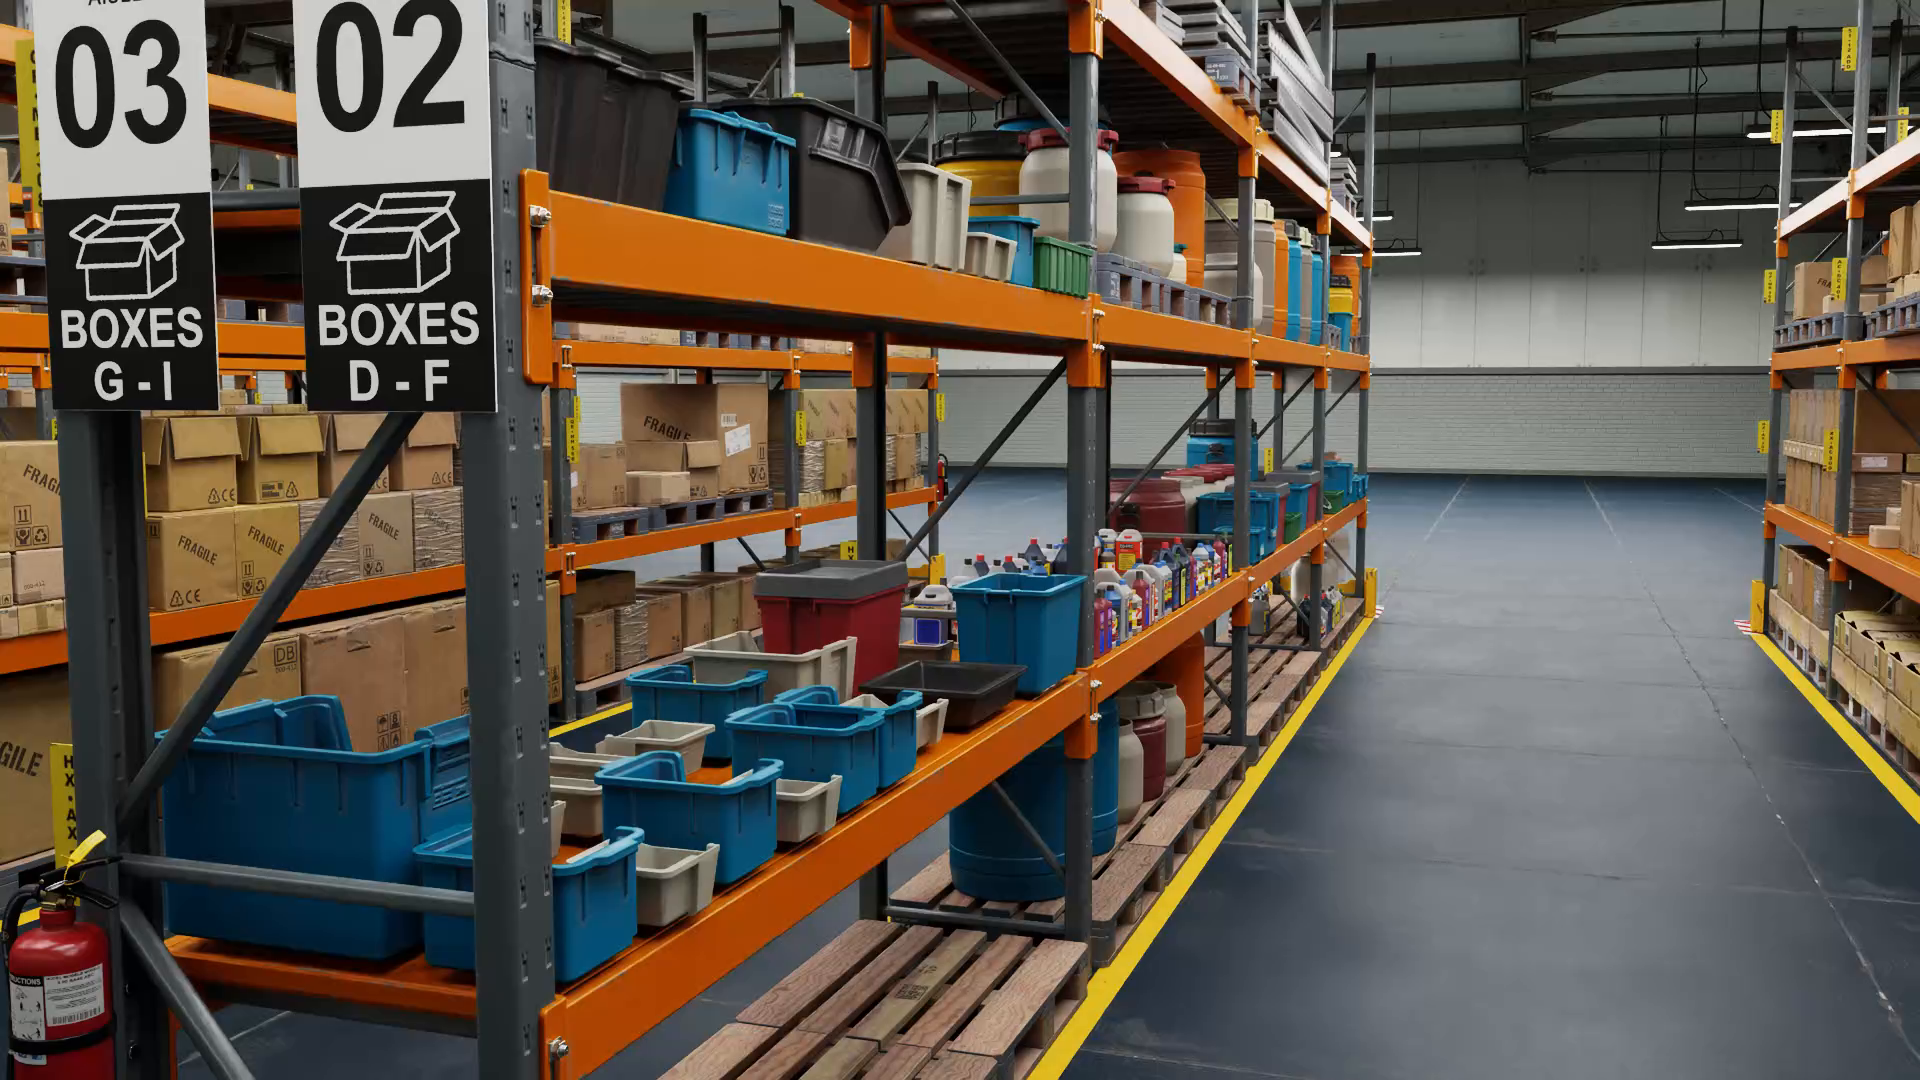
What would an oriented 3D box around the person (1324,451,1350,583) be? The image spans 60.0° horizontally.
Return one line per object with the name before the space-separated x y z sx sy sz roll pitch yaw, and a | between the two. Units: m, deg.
person | 4.359 -0.195 19.559 0.667 1.704 0.562 0 5 5
